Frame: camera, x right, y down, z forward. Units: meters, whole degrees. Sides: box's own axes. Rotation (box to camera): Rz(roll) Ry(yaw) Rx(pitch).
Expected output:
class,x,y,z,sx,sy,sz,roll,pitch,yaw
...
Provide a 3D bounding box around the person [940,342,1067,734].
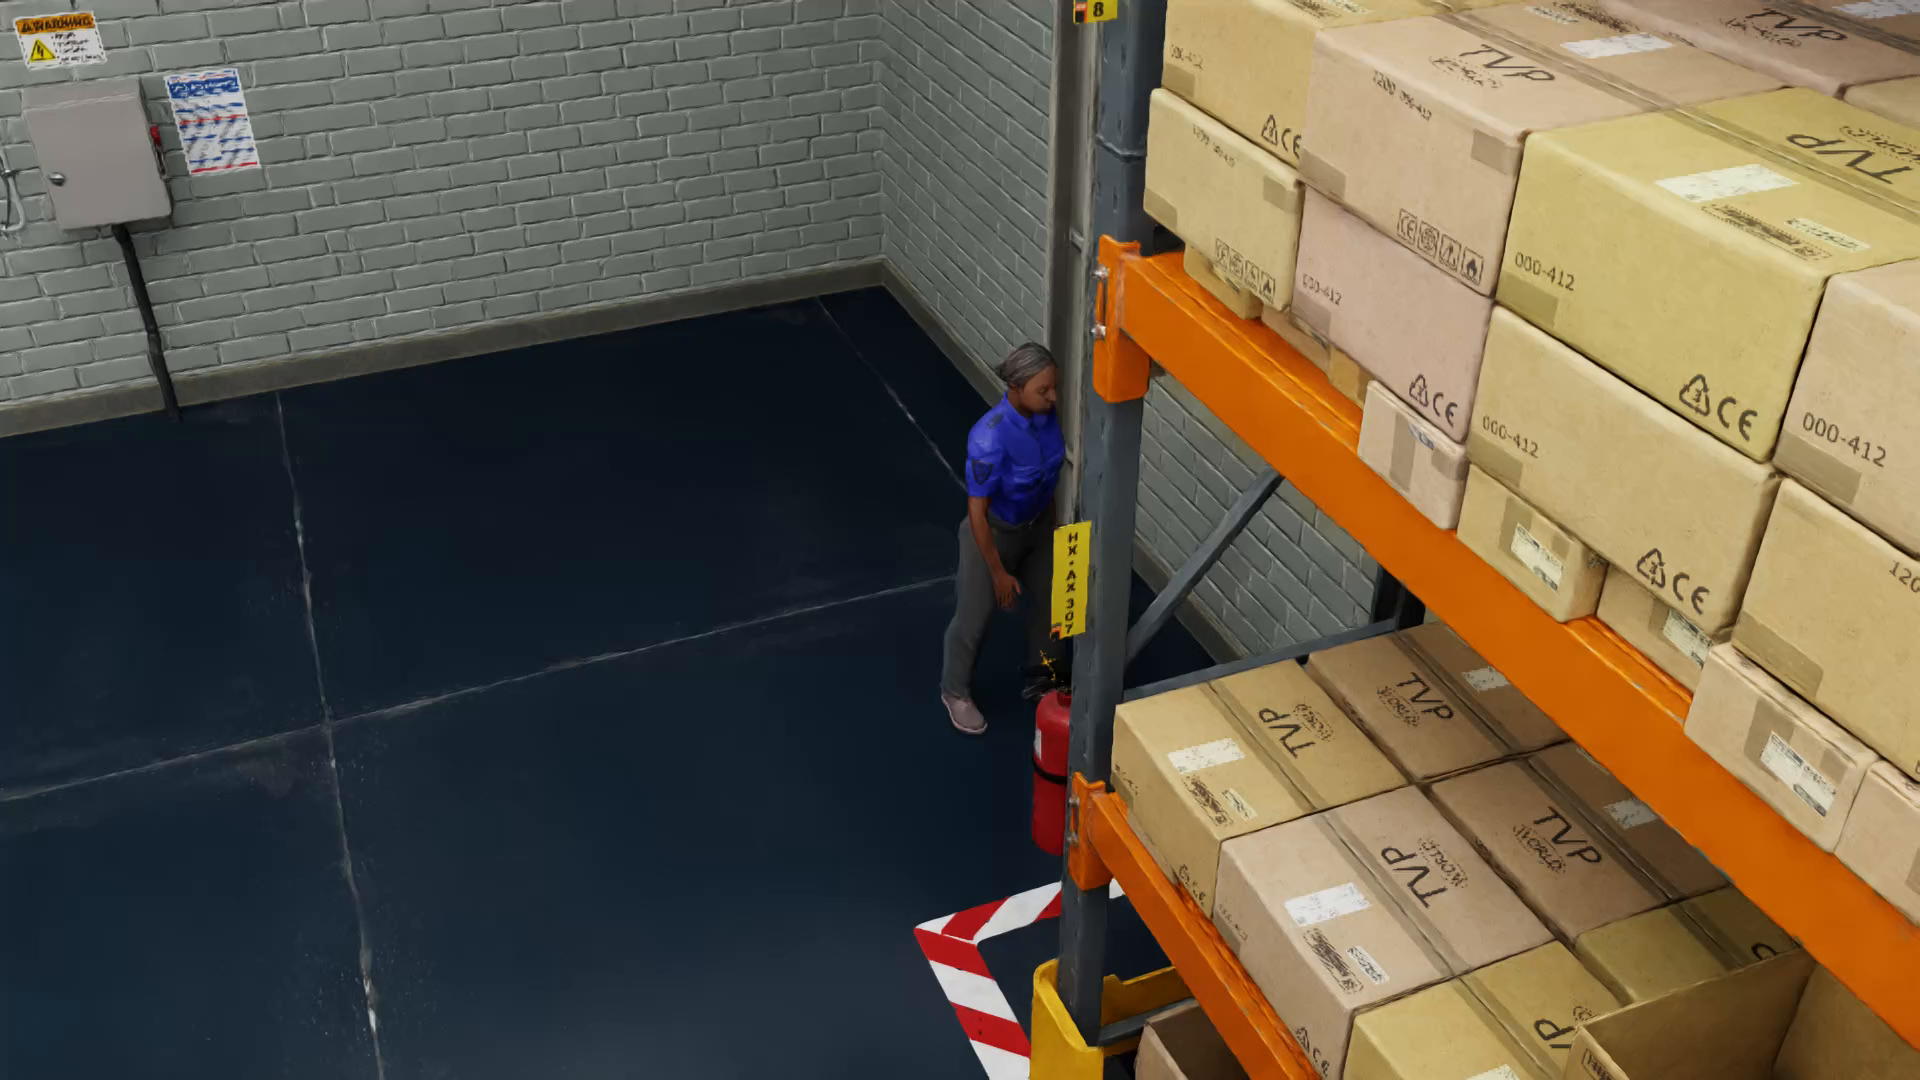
class,x,y,z,sx,sy,sz,roll,pitch,yaw
person,0.218,-0.008,6.163,0.535,1.661,0.594,26,41,33
